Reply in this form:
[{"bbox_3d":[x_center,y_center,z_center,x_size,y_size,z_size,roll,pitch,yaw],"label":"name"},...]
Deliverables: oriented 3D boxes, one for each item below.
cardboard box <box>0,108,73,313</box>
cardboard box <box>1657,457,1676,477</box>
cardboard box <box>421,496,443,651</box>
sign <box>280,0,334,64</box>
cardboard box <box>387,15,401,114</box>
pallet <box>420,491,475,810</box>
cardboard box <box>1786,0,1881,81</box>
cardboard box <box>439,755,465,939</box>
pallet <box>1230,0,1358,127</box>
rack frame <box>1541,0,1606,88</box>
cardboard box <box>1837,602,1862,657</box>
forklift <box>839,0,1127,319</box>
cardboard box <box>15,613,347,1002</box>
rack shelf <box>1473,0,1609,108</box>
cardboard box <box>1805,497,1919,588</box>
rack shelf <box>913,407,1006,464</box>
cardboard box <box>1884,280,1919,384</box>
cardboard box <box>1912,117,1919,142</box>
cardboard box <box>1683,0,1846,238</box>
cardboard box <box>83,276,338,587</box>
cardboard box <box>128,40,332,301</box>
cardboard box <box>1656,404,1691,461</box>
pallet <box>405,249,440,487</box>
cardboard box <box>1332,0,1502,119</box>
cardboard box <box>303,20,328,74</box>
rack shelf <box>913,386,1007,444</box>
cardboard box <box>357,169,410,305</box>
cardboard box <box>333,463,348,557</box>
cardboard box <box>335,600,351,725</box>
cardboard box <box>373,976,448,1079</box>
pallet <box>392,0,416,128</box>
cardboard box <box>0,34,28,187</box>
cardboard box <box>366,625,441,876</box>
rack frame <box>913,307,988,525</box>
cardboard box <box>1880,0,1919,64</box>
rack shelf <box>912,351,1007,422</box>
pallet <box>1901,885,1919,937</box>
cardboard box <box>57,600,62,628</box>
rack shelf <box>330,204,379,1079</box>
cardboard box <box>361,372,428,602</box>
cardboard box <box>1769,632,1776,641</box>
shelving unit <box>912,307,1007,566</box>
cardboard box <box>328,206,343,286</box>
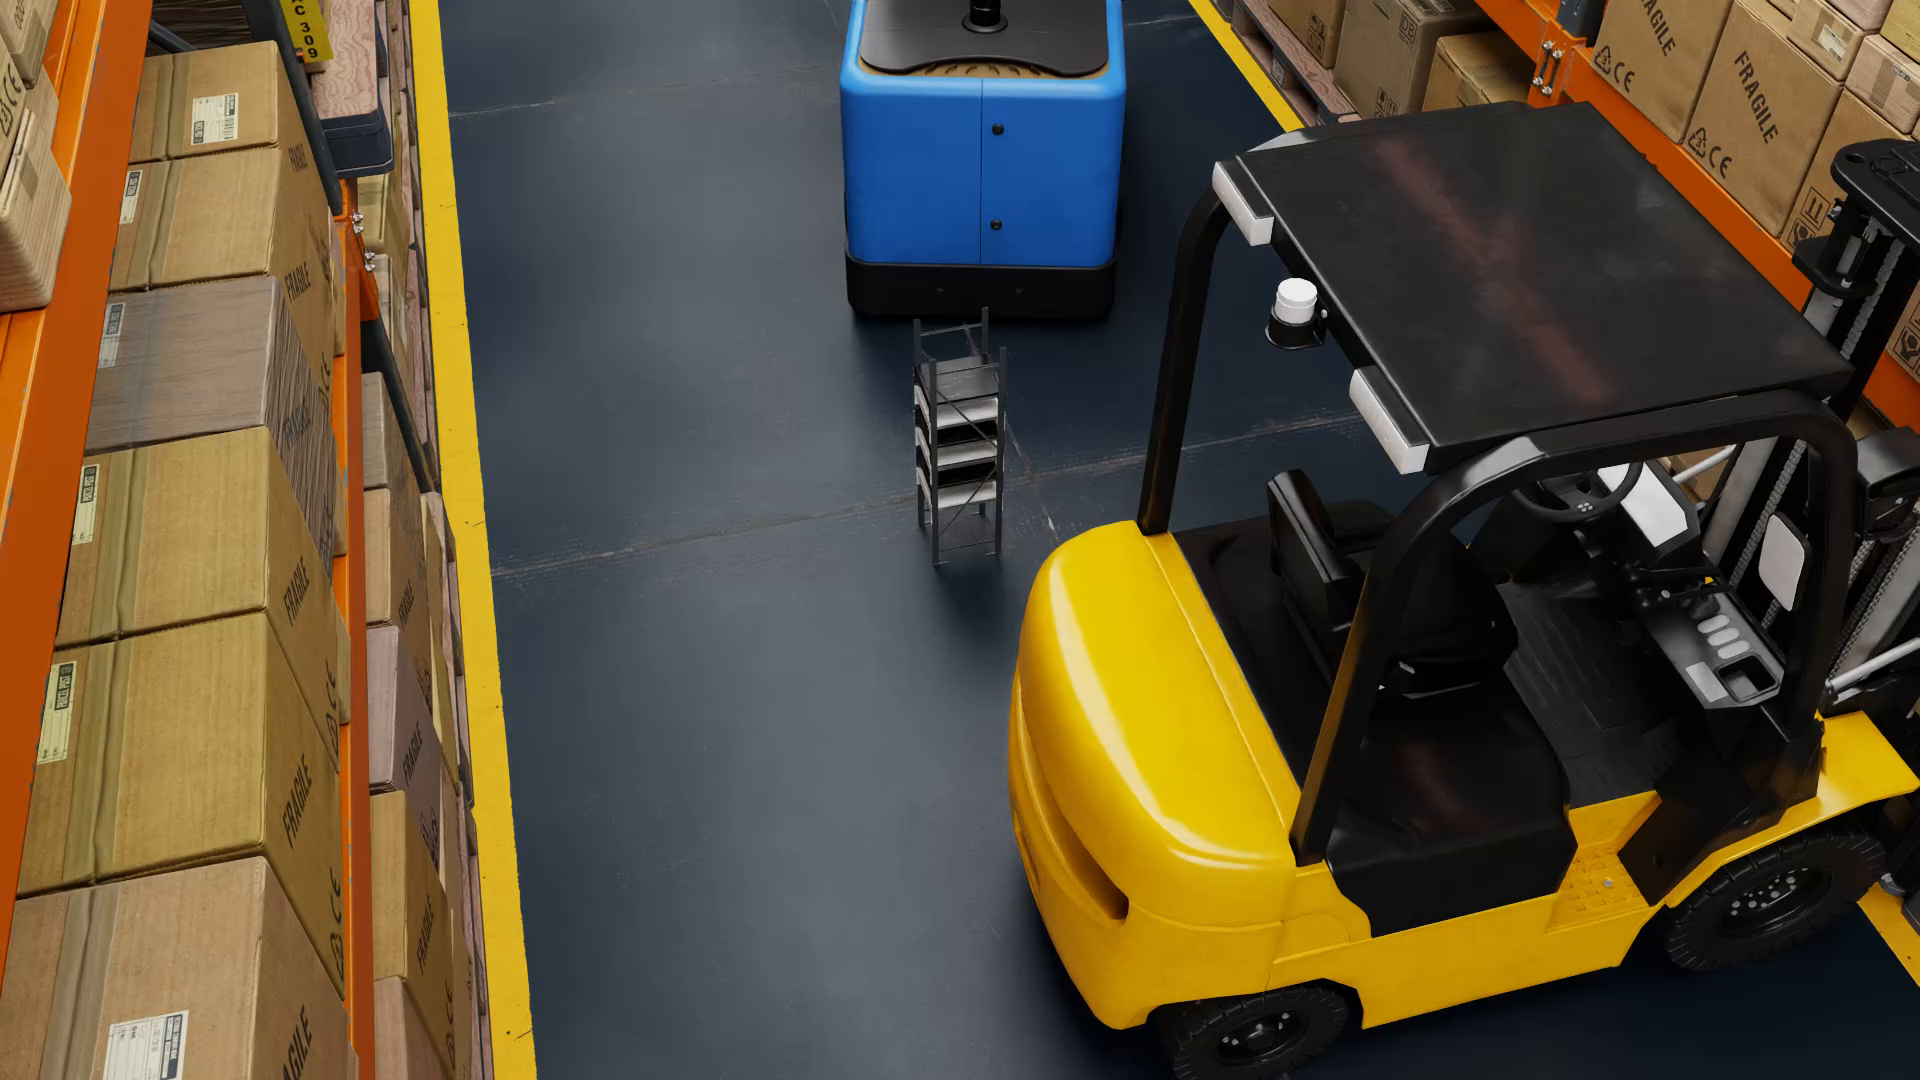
[{"bbox_3d":[-1.371,-0.399,2.117,0.380,0.149,0.250,-10,46,-10],"label":"cardboard box"},{"bbox_3d":[2.457,-0.372,5.645,0.500,0.250,0.500,-12,47,-11],"label":"cardboard box"},{"bbox_3d":[-1.878,0.155,5.129,0.500,0.250,0.500,-9,46,-9],"label":"cardboard box"},{"bbox_3d":[-1.767,-1.427,4.442,0.100,0.325,0.005,-11,47,-10],"label":"sign"},{"bbox_3d":[-2.981,-2.108,7.262,0.950,0.372,0.625,-12,47,-11],"label":"cardboard box"},{"bbox_3d":[-2.083,0.414,5.197,1.003,0.211,1.213,-11,47,-10],"label":"pallet"},{"bbox_3d":[2.488,-1.386,4.484,0.380,0.149,0.250,-10,46,-9],"label":"cardboard box"},{"bbox_3d":[-1.606,0.873,4.426,0.500,0.250,0.500,-10,46,-10],"label":"cardboard box"},{"bbox_3d":[1.966,-2.299,7.855,1.003,0.211,1.213,-11,47,-10],"label":"pallet"},{"bbox_3d":[2.508,-1.930,5.541,1.000,3.000,0.127,-11,47,-10],"label":"rack frame"},{"bbox_3d":[2.710,0.147,4.787,0.500,0.250,0.500,-11,47,-10],"label":"cardboard box"},{"bbox_3d":[0.132,-2.928,6.568,1.130,2.935,3.031,2,46,1],"label":"forklift"},{"bbox_3d":[-1.386,0.517,2.865,0.500,0.500,0.500,-12,47,-11],"label":"cardboard box"},{"bbox_3d":[1.996,-3.059,7.151,1.077,0.370,4.000,-11,47,-10],"label":"rack shelf"},{"bbox_3d":[2.715,-0.013,4.593,0.500,0.250,0.500,-12,47,-11],"label":"cardboard box"},{"bbox_3d":[-0.002,-0.360,5.394,0.258,0.077,0.200,-11,47,-10],"label":"rack shelf"},{"bbox_3d":[2.758,-0.553,4.122,0.500,0.500,0.500,-10,46,-10],"label":"cardboard box"},{"bbox_3d":[2.635,-1.034,4.139,0.380,0.149,0.250,-12,47,-12],"label":"cardboard box"},{"bbox_3d":[2.519,-1.254,4.809,0.500,0.500,0.500,-10,46,-10],"label":"cardboard box"},{"bbox_3d":[-1.659,-0.186,3.553,0.500,0.500,0.500,-10,46,-9],"label":"cardboard box"},{"bbox_3d":[-1.935,-0.897,4.251,0.500,0.500,0.500,-12,47,-11],"label":"cardboard box"},{"bbox_3d":[2.465,-0.551,5.471,0.500,0.250,0.500,-11,47,-11],"label":"cardboard box"},{"bbox_3d":[-2.490,-0.581,6.171,1.003,0.211,1.213,-11,47,-10],"label":"pallet"},{"bbox_3d":[2.173,-2.141,7.116,0.875,0.625,0.625,-11,47,-11],"label":"cardboard box"},{"bbox_3d":[-2.125,-1.518,5.019,0.380,0.149,0.250,-10,46,-10],"label":"cardboard box"},{"bbox_3d":[-0.002,-0.423,5.329,0.258,0.077,0.200,-11,47,-10],"label":"rack shelf"},{"bbox_3d":[-2.613,-1.104,6.278,0.950,0.372,0.625,-8,46,-8],"label":"cardboard box"},{"bbox_3d":[-1.649,-0.064,3.889,0.380,0.149,0.250,-11,47,-11],"label":"cardboard box"},{"bbox_3d":[-1.511,0.289,3.543,0.380,0.149,0.250,-10,46,-10],"label":"cardboard box"},{"bbox_3d":[-1.349,1.311,3.471,0.500,0.500,0.500,-12,47,-12],"label":"cardboard box"},{"bbox_3d":[-3.115,-2.265,7.822,1.003,0.211,1.213,-11,47,-10],"label":"pallet"},{"bbox_3d":[-1.412,-0.457,1.894,0.500,0.250,0.500,-9,46,-9],"label":"cardboard box"},{"bbox_3d":[-1.615,0.596,4.172,0.500,0.500,0.500,-8,46,-8],"label":"cardboard box"},{"bbox_3d":[-0.028,-0.391,5.503,0.240,0.900,0.006,-11,47,-10],"label":"rack frame"},{"bbox_3d":[2.590,-1.312,4.203,0.380,0.149,0.250,-11,47,-11],"label":"cardboard box"},{"bbox_3d":[-0.002,-0.486,5.265,0.258,0.077,0.200,-11,47,-10],"label":"rack shelf"},{"bbox_3d":[3.296,1.288,4.340,1.003,0.211,1.213,-11,47,-10],"label":"pallet"},{"bbox_3d":[-1.953,-0.113,2.783,0.700,0.500,0.500,-11,47,-11],"label":"cardboard box"},{"bbox_3d":[-1.777,0.613,3.552,1.077,0.370,4.000,-11,47,-10],"label":"rack shelf"},{"bbox_3d":[-1.878,-0.107,4.861,0.500,0.500,0.500,-11,47,-11],"label":"cardboard box"},{"bbox_3d":[2.714,0.334,4.953,0.500,0.250,0.500,-9,46,-9],"label":"cardboard box"},{"bbox_3d":[-0.002,-0.321,5.434,0.258,0.900,0.210,-11,47,-10],"label":"shelving unit"},{"bbox_3d":[-1.912,-0.765,4.576,0.380,0.149,0.250,-11,47,-11],"label":"cardboard box"}]
